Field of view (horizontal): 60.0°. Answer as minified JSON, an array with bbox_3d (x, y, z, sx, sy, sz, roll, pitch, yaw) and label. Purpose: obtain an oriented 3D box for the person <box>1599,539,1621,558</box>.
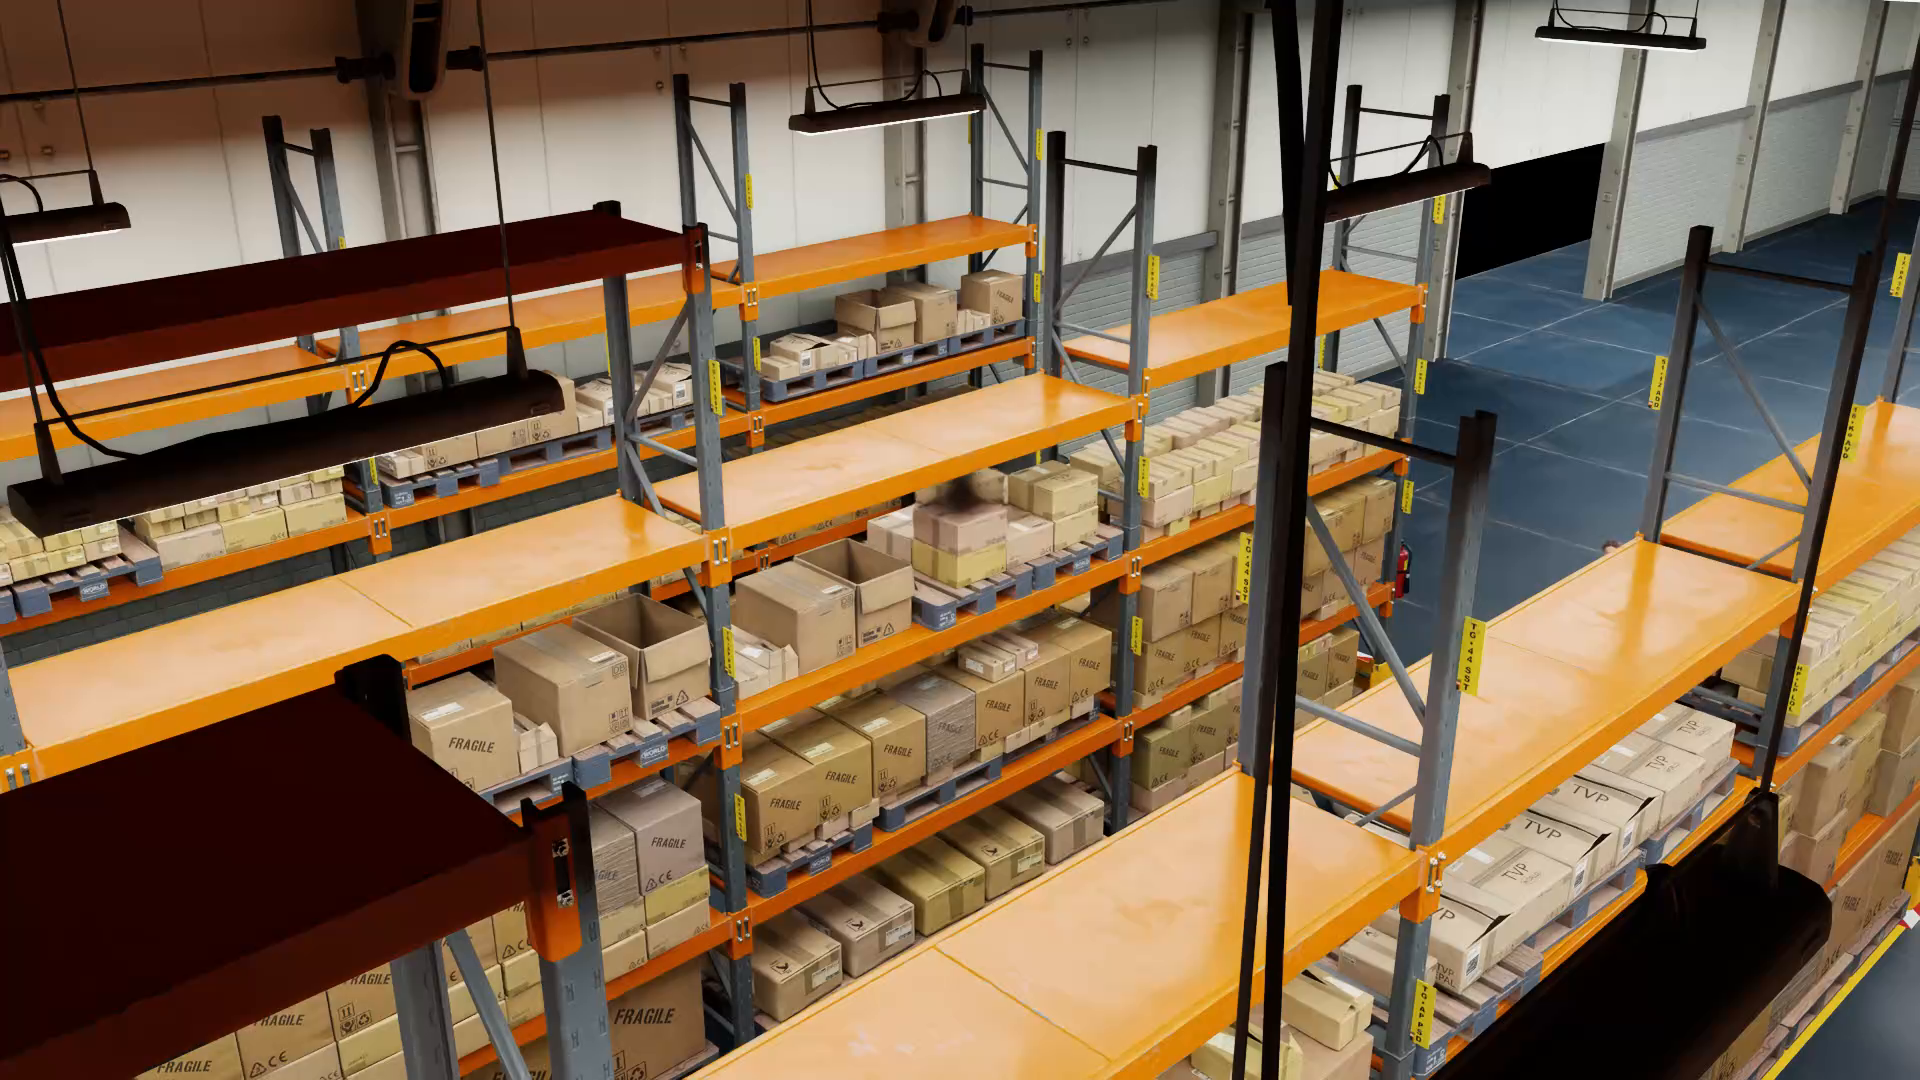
[{"bbox_3d":[6.357,0.804,16.712,0.618,1.683,0.416,-5,23,-13],"label":"person"}]
